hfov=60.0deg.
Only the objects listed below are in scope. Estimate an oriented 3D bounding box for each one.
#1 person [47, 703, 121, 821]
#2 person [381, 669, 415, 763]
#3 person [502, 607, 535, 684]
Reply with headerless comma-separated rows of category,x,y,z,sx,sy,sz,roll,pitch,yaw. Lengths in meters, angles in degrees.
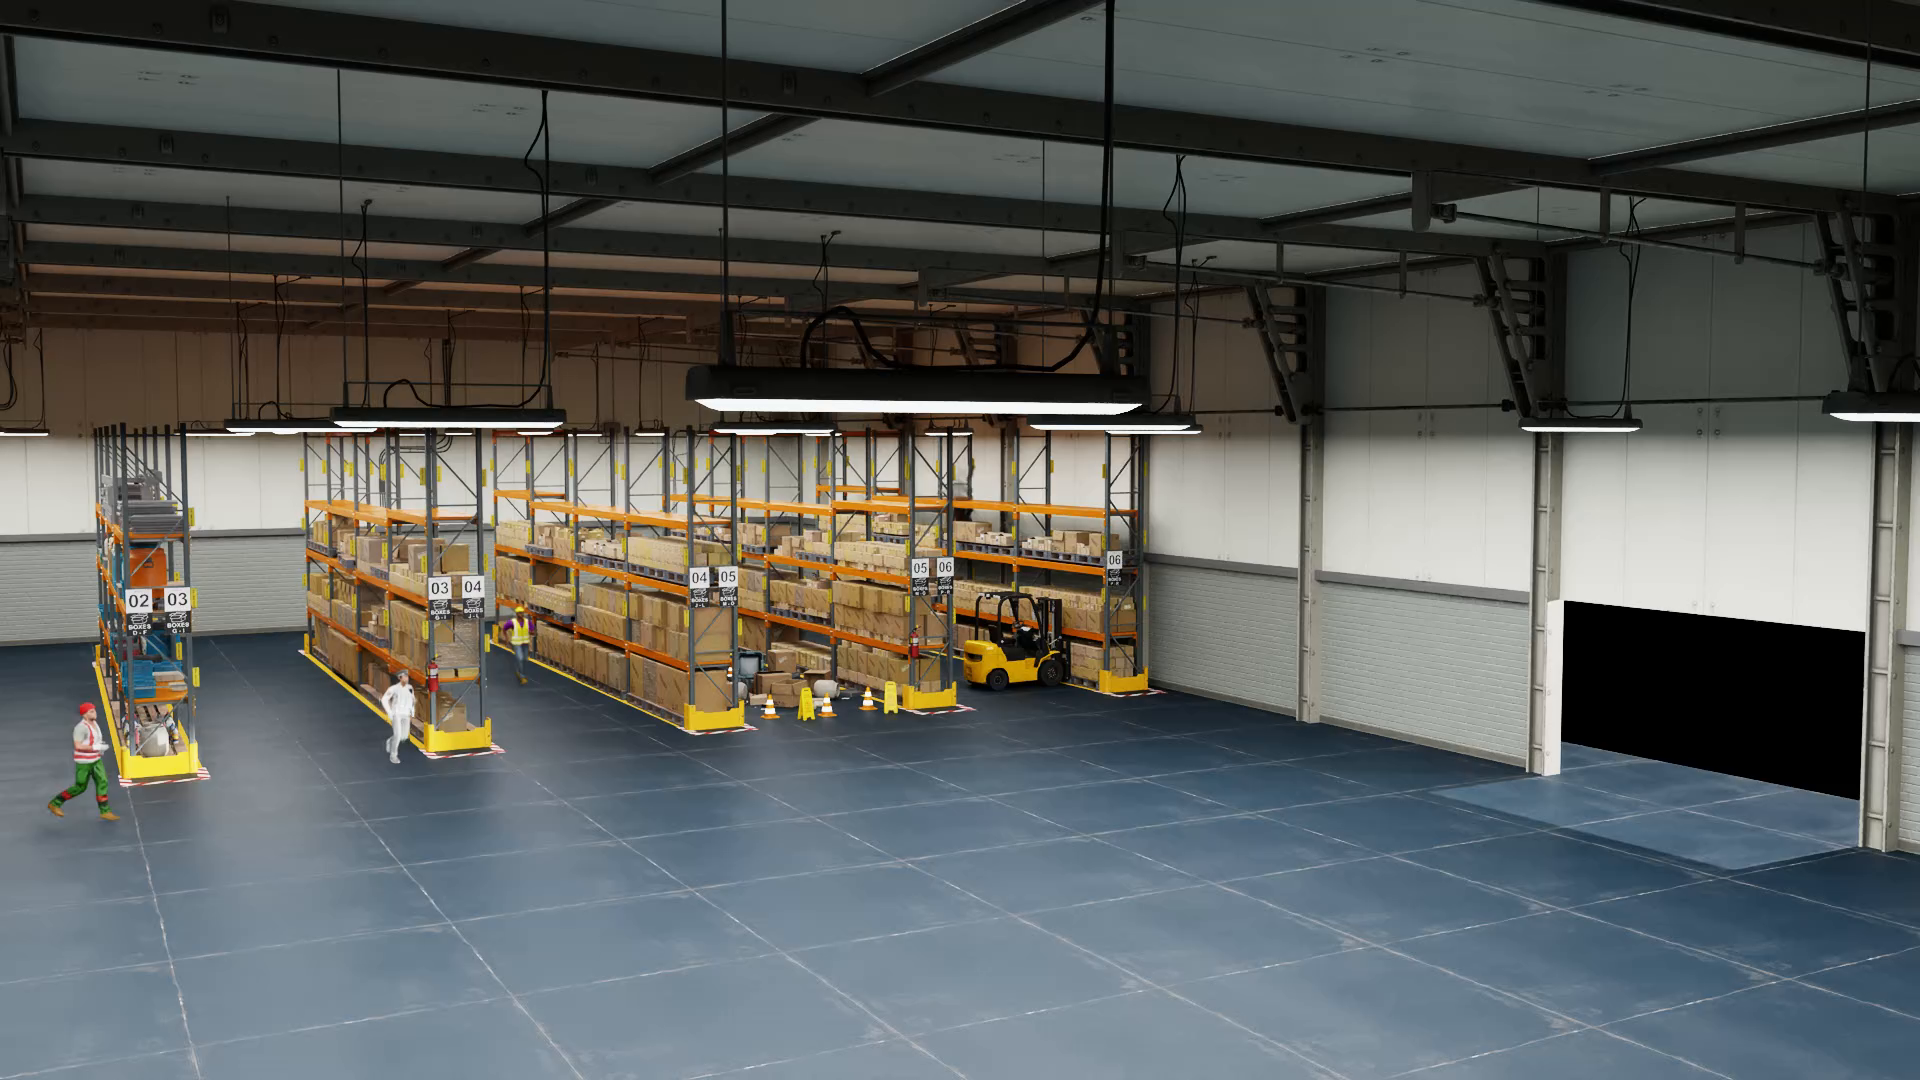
person,-13.085,3.321,24.863,0.991,1.794,0.669,0,3,-1
person,-10.031,3.119,29.731,0.584,1.640,0.659,3,5,41
person,-10.316,2.446,39.065,0.700,1.754,0.972,-3,4,-37
